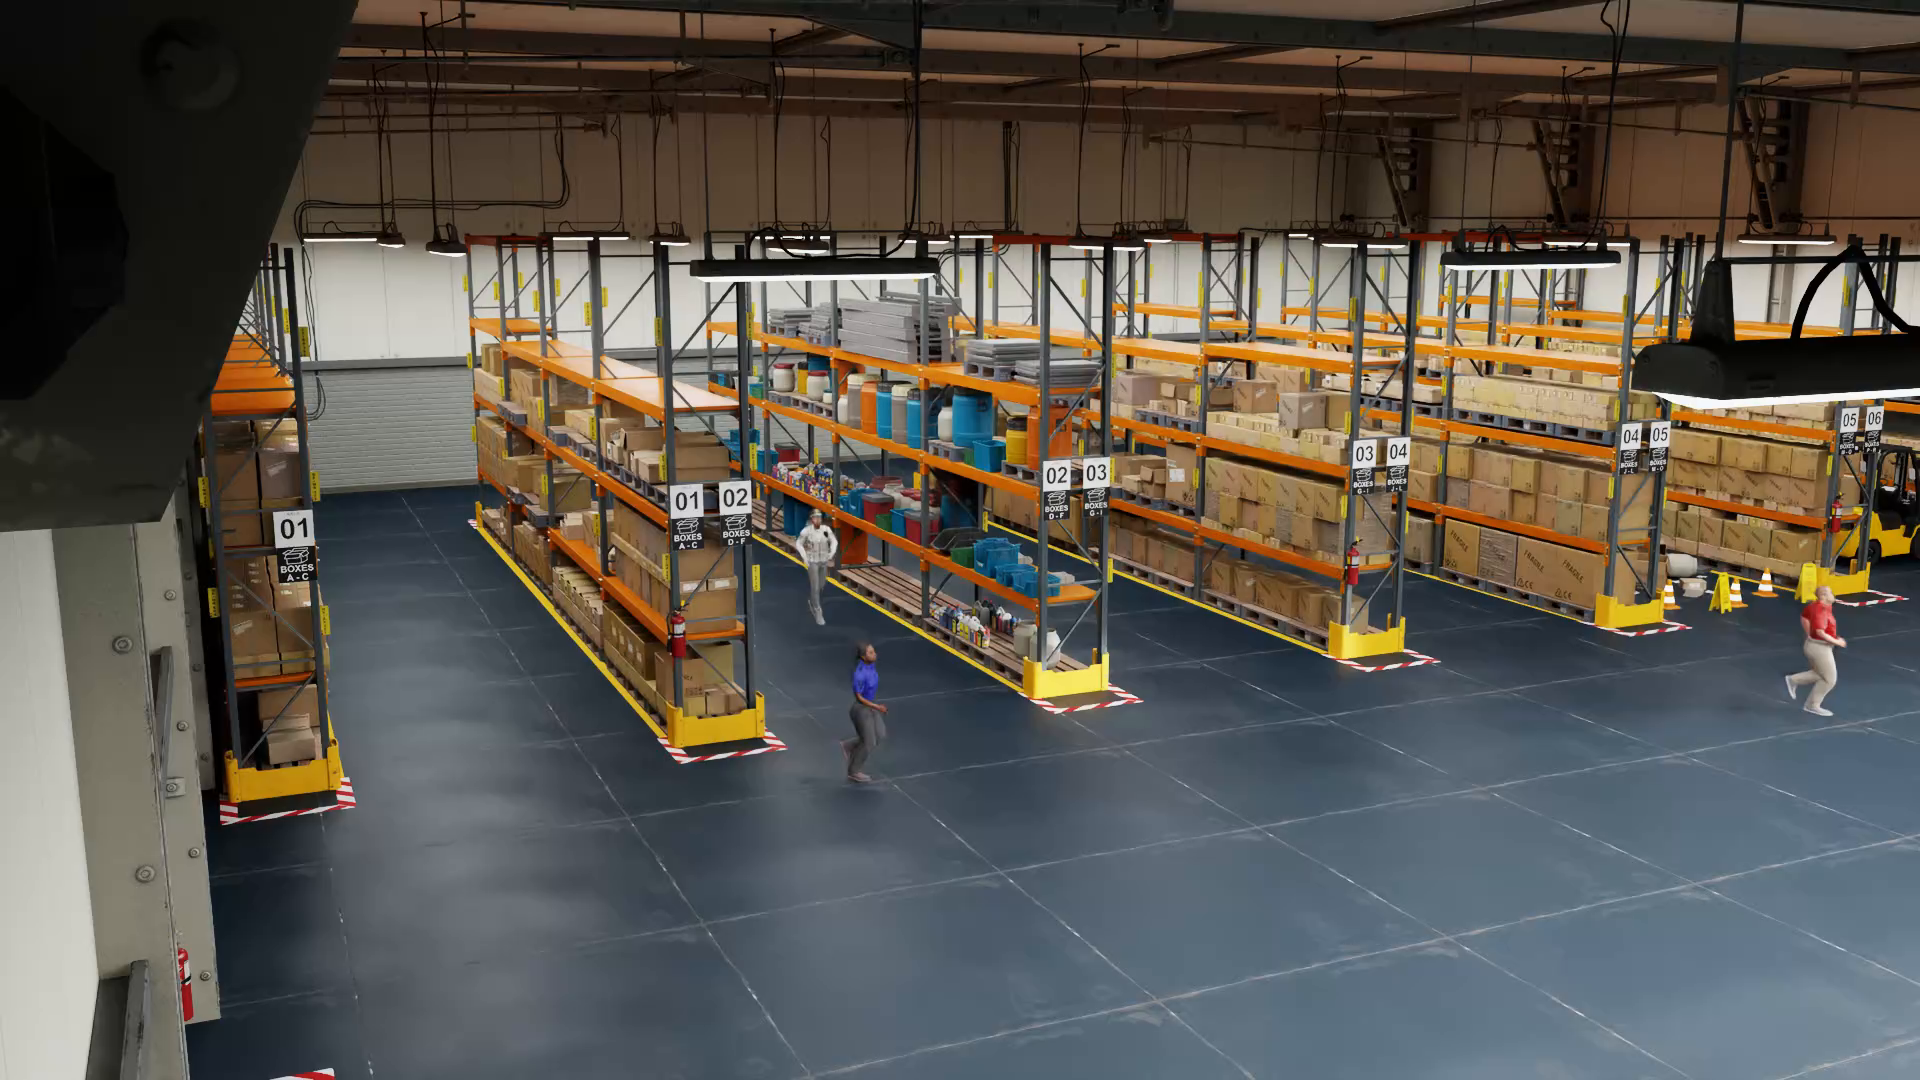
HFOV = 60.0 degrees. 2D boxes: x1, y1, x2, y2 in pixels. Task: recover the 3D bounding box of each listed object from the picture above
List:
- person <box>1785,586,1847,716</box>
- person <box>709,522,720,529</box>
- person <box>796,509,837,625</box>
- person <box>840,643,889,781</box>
[{"bbox_3d":[11.065,1.415,21.469,0.627,1.692,0.697,3,11,15],"label":"person"},{"bbox_3d":[-4.430,-0.281,30.344,0.538,1.605,0.877,-7,13,-30],"label":"person"},{"bbox_3d":[-2.175,0.366,25.370,0.635,1.761,0.689,-4,12,-22],"label":"person"},{"bbox_3d":[-1.057,1.948,18.922,0.583,1.620,0.598,2,11,12],"label":"person"}]
